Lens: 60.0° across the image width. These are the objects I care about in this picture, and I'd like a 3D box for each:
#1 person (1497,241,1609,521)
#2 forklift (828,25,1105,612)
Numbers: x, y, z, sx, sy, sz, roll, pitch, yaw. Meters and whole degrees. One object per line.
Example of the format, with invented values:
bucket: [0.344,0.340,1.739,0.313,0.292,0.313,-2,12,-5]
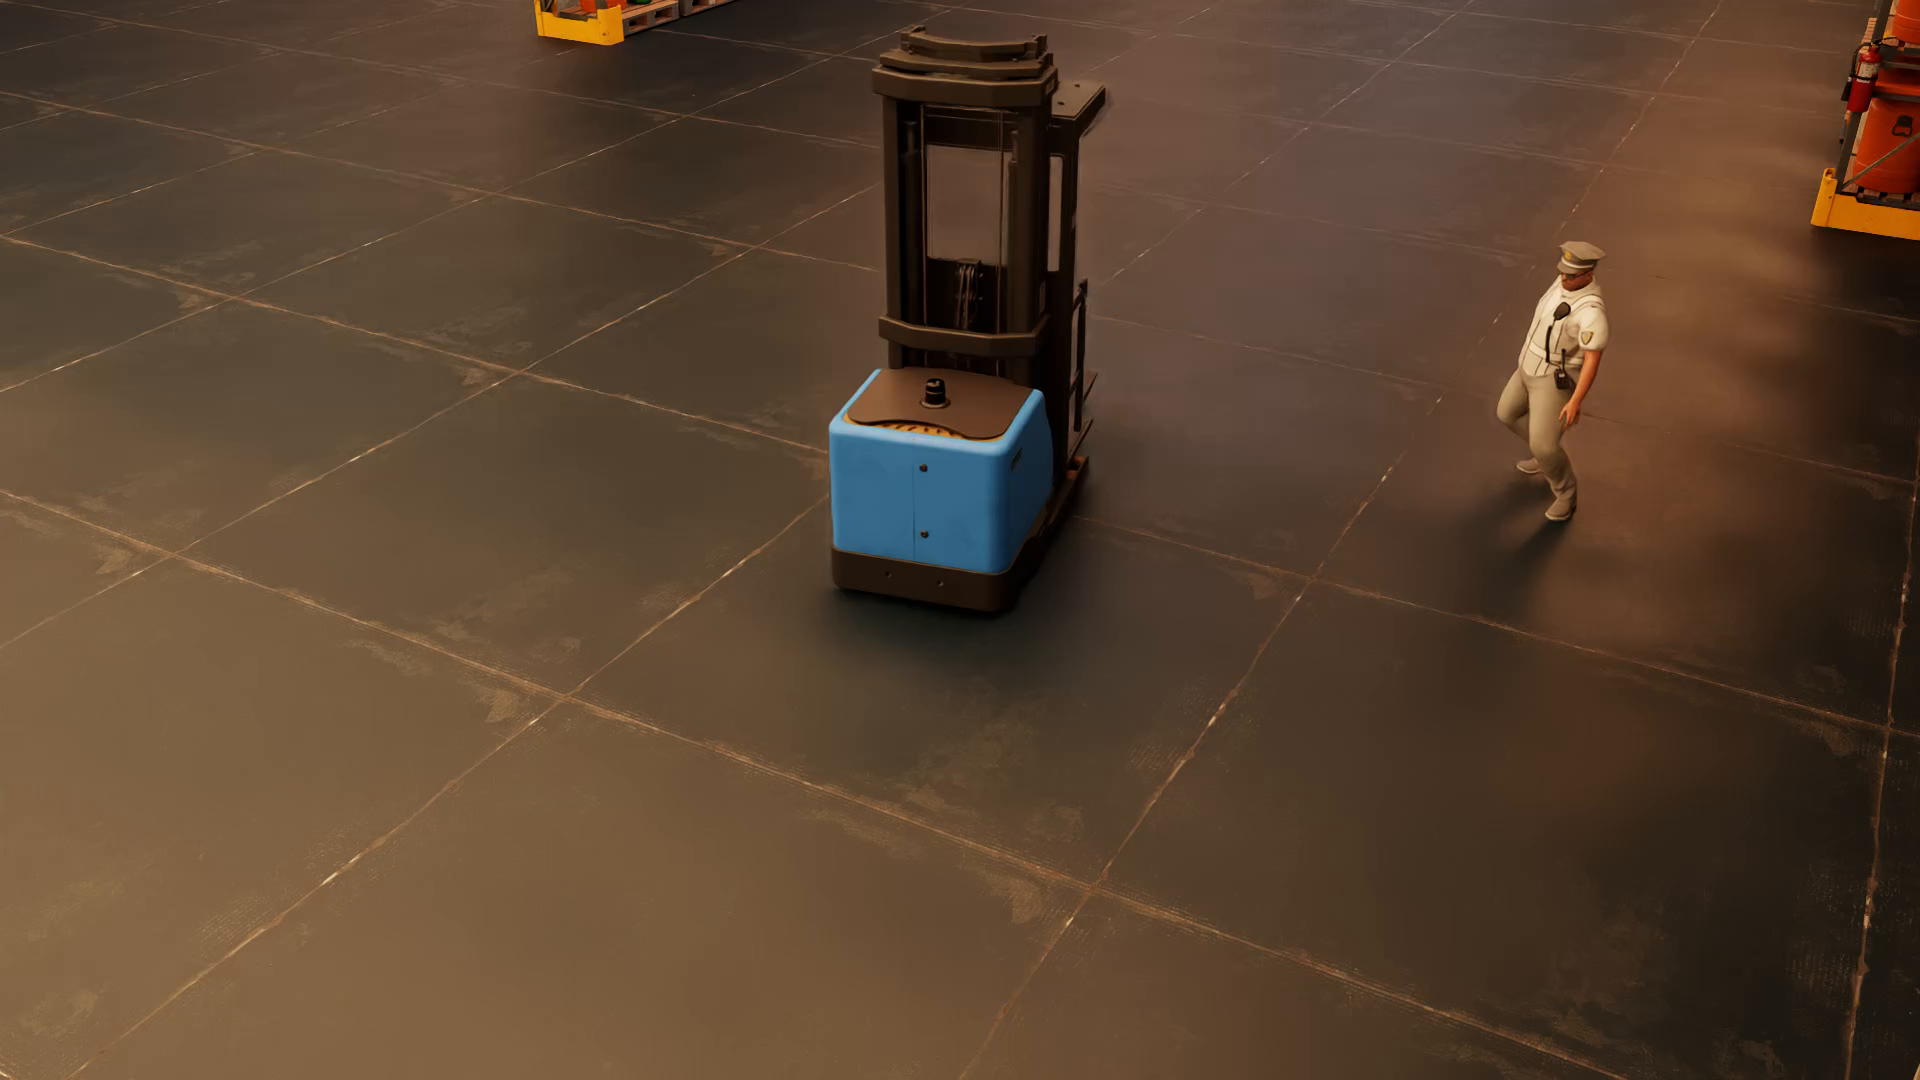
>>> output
person: [3.655,-1.050,10.169,0.507,1.669,0.902,-1,30,-2]
forklift: [0.192,-1.597,9.838,1.130,2.935,3.031,9,31,15]
